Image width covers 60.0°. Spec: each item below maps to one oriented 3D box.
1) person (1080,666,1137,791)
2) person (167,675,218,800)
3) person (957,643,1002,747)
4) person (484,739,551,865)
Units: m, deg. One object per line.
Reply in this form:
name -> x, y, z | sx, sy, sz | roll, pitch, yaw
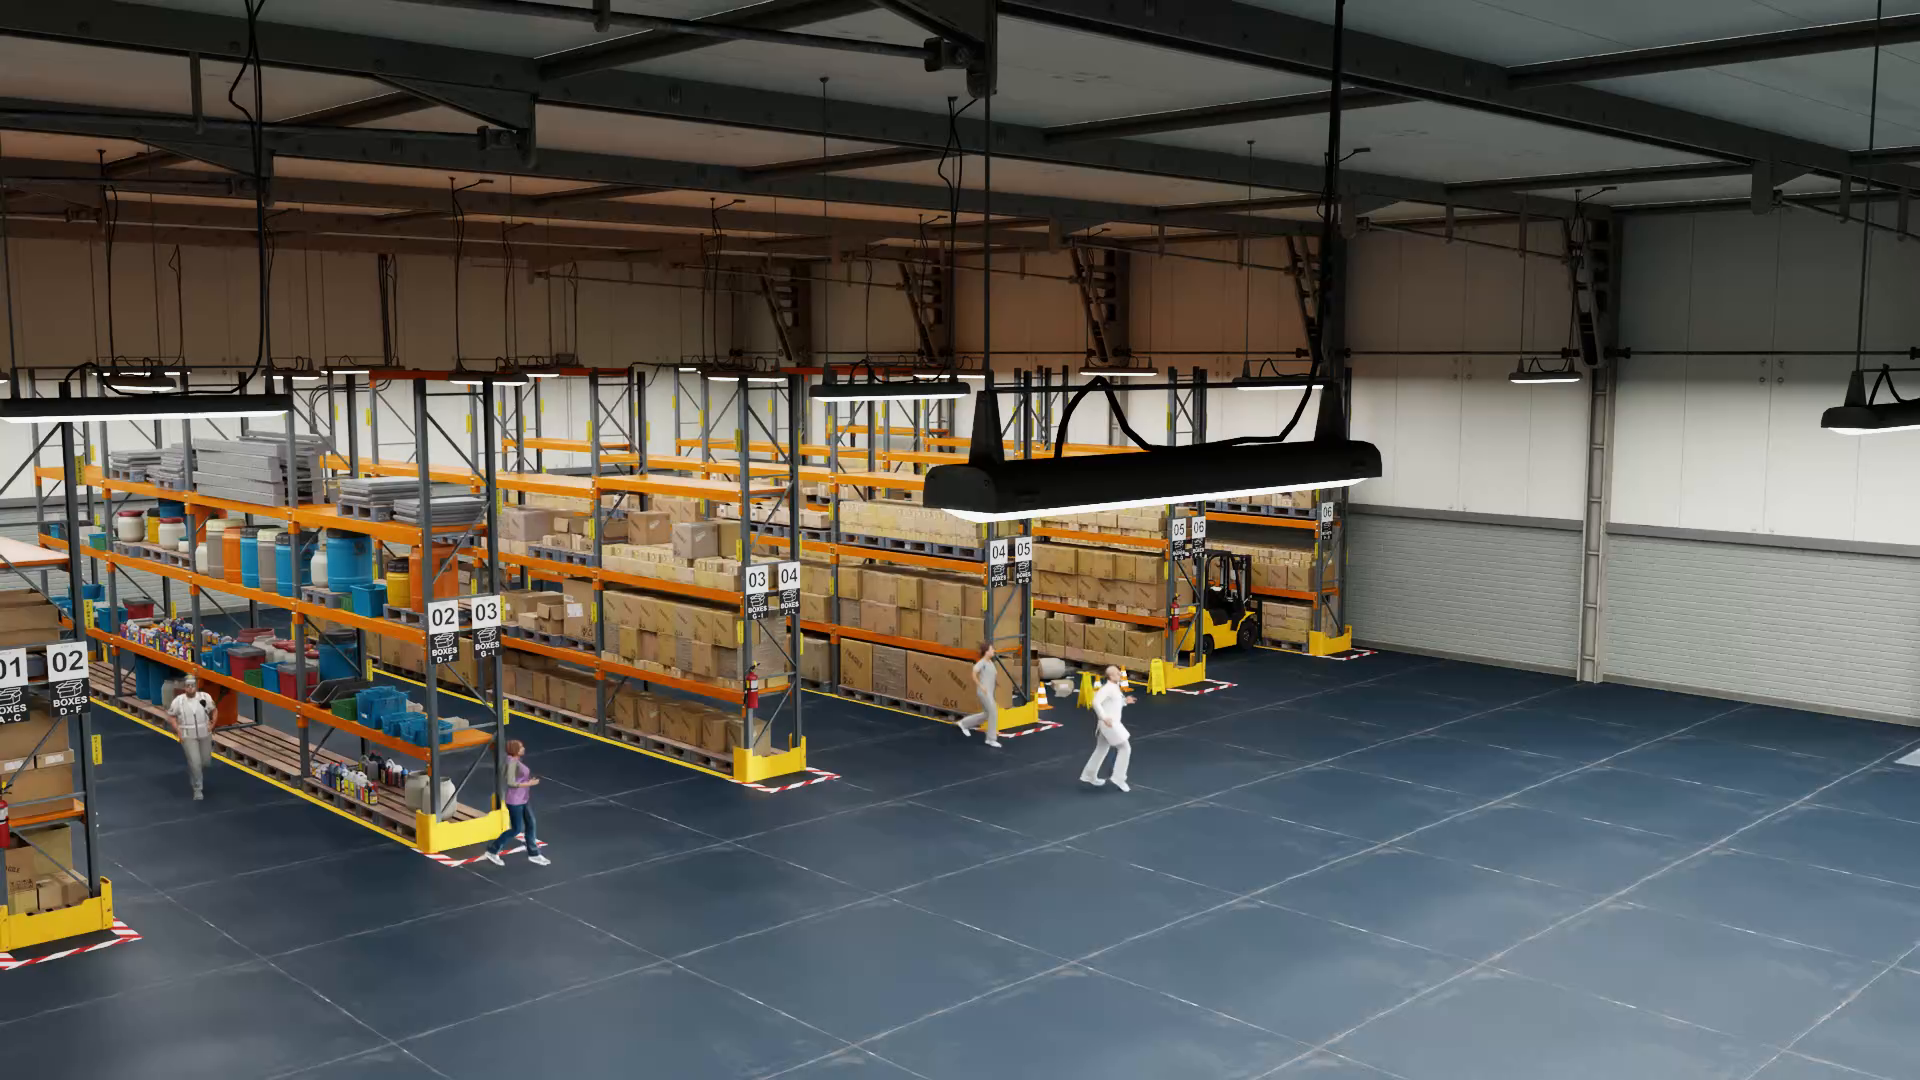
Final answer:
person -> 2.161, 2.745, 24.153 | 0.847, 1.857, 0.665 | 0, 6, -4
person -> -10.961, 2.787, 23.812 | 0.657, 1.775, 0.719 | -4, 8, -34
person -> 0.369, 2.495, 27.018 | 0.797, 1.667, 0.611 | 2, 7, 20
person -> -5.443, 3.232, 20.384 | 0.735, 1.612, 0.540 | -1, 6, -7
